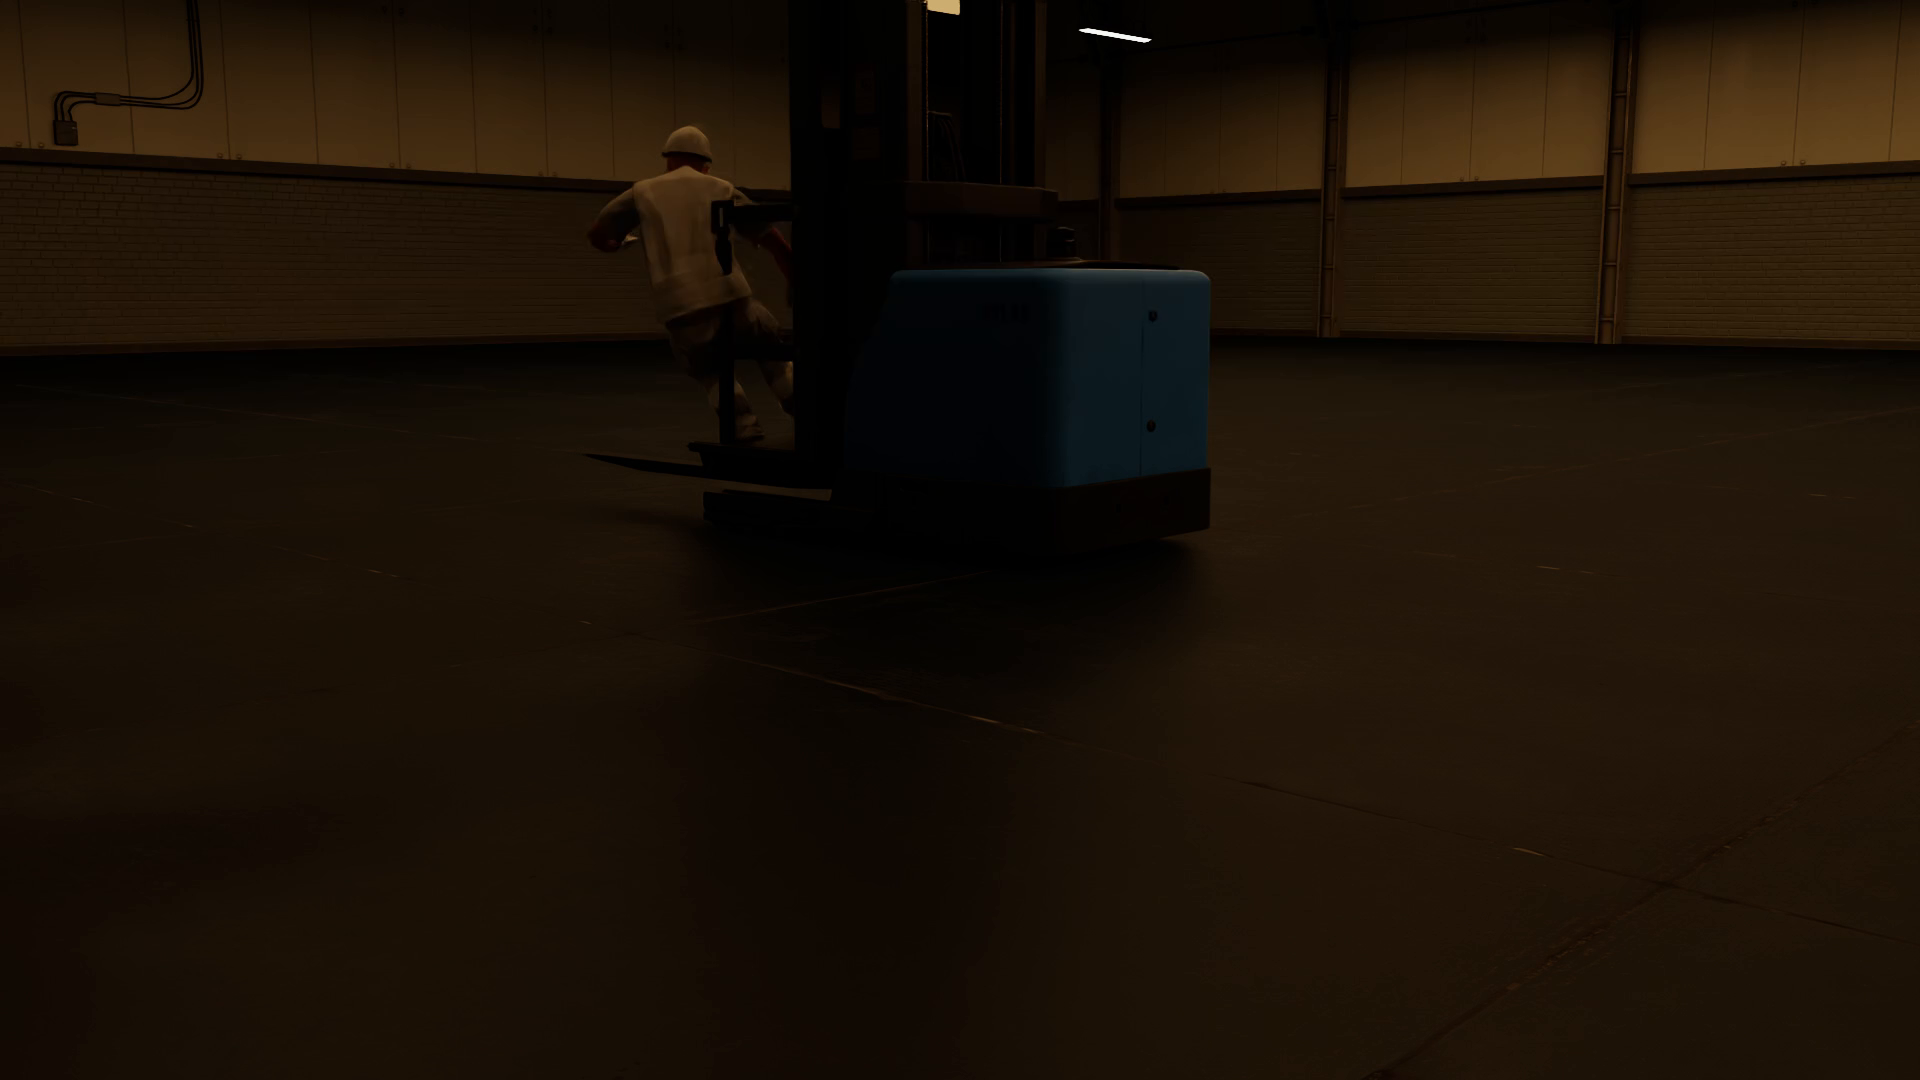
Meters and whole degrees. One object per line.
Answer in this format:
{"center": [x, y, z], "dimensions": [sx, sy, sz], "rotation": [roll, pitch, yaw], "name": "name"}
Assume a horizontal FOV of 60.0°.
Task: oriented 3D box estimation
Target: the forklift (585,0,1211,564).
{"center": [-0.445, -1.524, 6.994], "dimensions": [3.031, 2.935, 1.130], "rotation": [8, 11, 42], "name": "forklift"}

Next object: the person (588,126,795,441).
{"center": [-1.044, -1.073, 7.275], "dimensions": [1.123, 1.432, 0.930], "rotation": [-2, 9, -14], "name": "person"}
